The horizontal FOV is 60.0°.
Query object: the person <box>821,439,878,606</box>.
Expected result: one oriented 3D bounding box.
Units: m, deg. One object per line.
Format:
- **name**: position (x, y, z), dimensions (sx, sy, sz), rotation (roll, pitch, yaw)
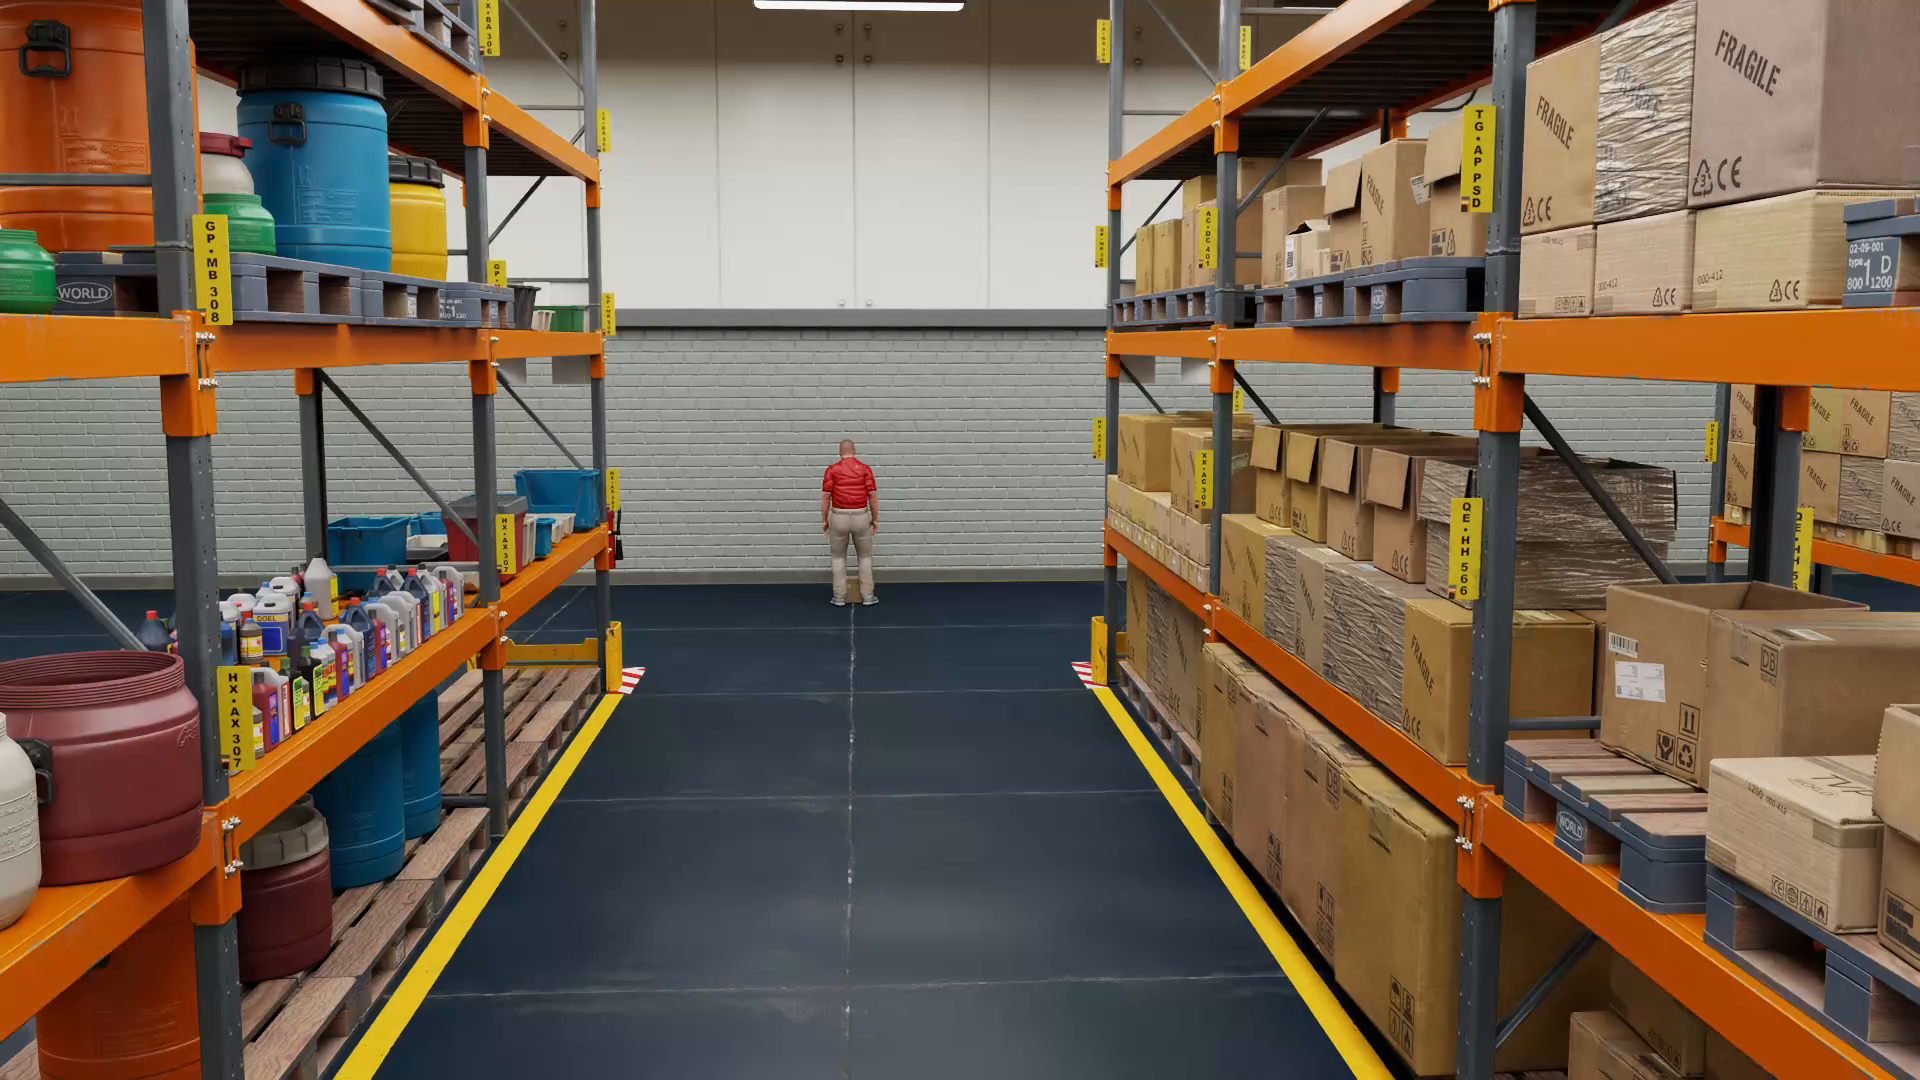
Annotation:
- **person**: position (-1.145, -0.137, 17.319), dimensions (0.590, 1.638, 0.386), rotation (-1, 7, -4)
